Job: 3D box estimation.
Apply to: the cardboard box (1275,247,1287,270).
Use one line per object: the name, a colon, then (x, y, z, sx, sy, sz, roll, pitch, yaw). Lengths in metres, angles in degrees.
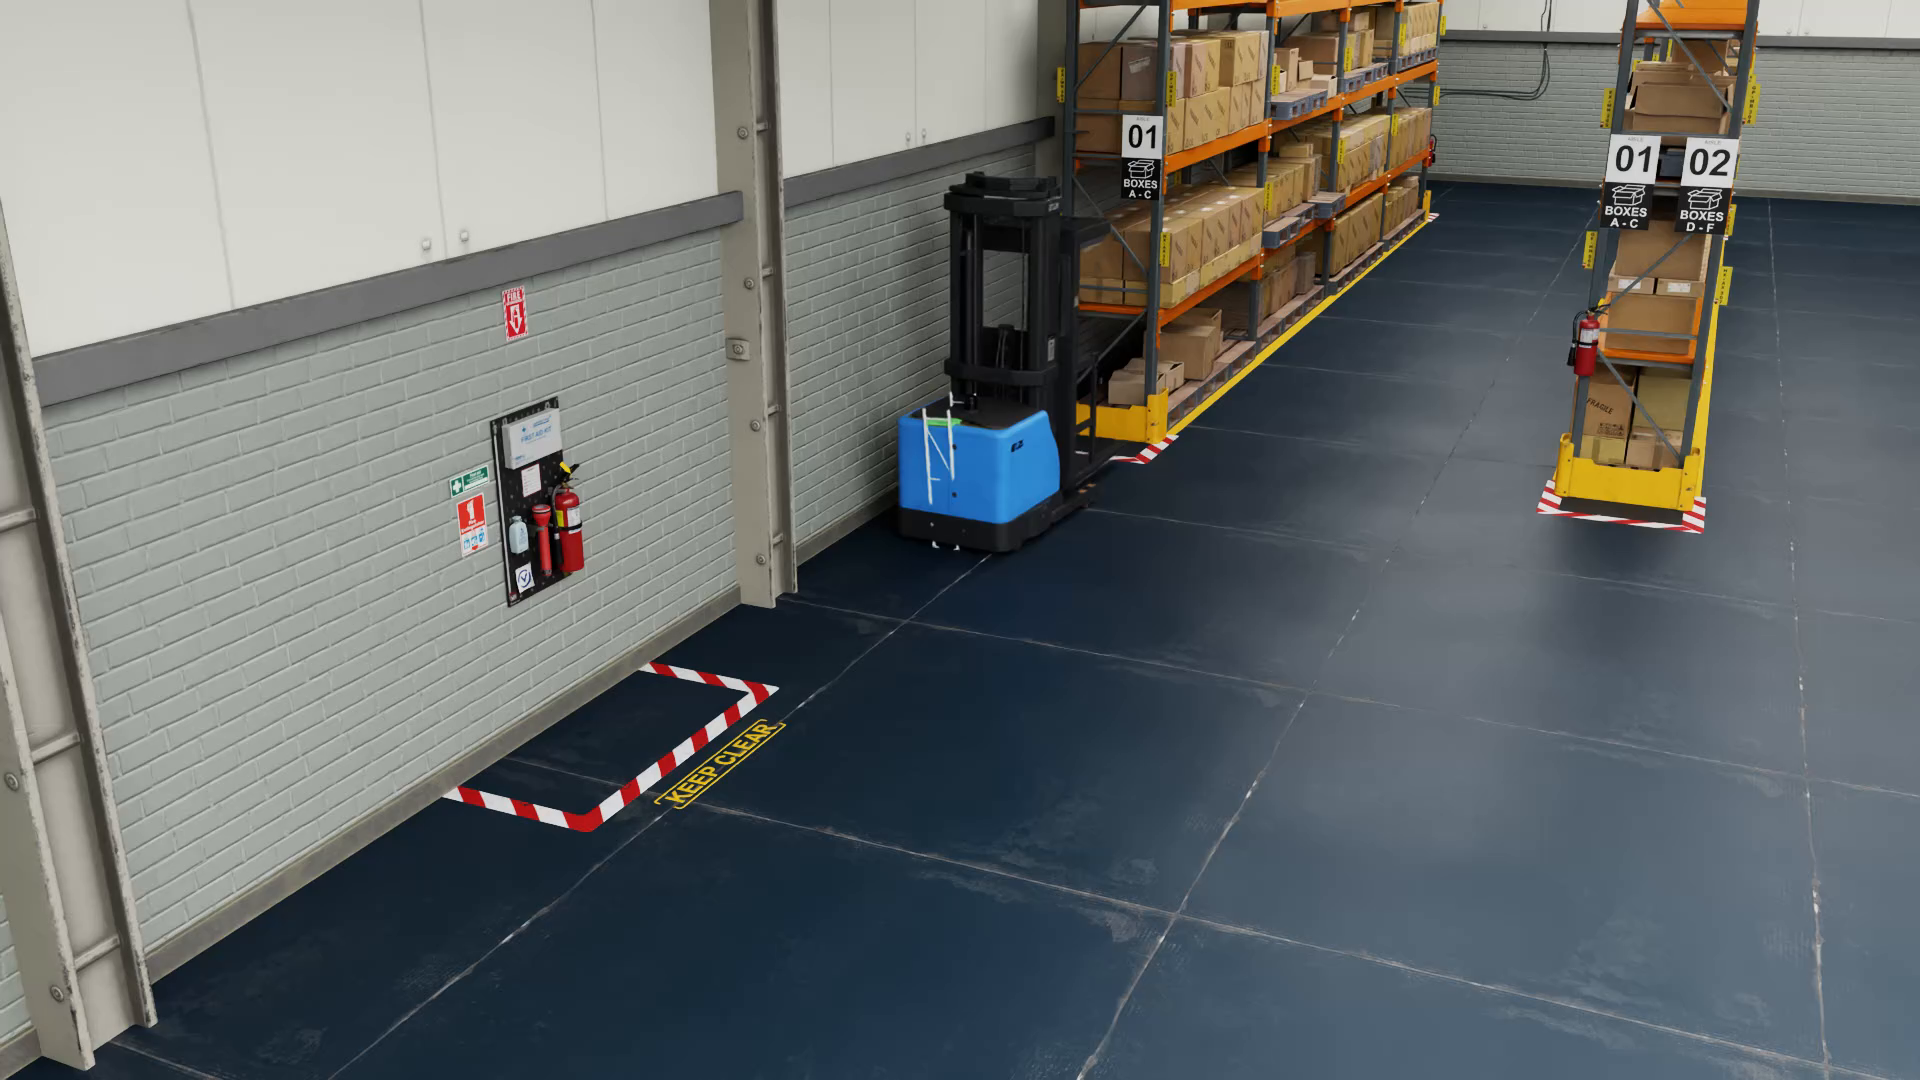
cardboard box: (4.018, -3.758, 22.014, 0.500, 0.250, 0.500, 8, 21, 22)

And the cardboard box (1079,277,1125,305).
cardboard box: (1.500, -2.589, 16.965, 0.500, 0.250, 0.500, 9, 21, 23)

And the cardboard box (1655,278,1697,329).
cardboard box: (6.420, -2.151, 15.391, 0.700, 0.500, 0.500, 9, 22, 24)

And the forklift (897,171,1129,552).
forklift: (0.615, -1.732, 14.463, 1.130, 2.935, 3.031, 10, 22, 26)

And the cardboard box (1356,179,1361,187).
cardboard box: (5.840, -5.435, 25.121, 0.380, 0.149, 0.250, 9, 22, 24)

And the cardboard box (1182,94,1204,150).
cardboard box: (2.103, -4.177, 16.583, 0.500, 0.500, 0.500, 10, 22, 26)

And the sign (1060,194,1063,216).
sign: (0.987, -3.257, 16.451, 0.100, 0.325, 0.005, 9, 21, 23)

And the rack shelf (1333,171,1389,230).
rack shelf: (5.581, -5.198, 25.183, 1.077, 0.370, 4.000, 9, 21, 23)

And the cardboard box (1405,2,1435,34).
cardboard box: (7.772, -8.900, 28.369, 0.500, 0.500, 0.500, 9, 22, 24)

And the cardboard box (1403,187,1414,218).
cardboard box: (7.637, -6.011, 29.498, 0.700, 0.500, 0.500, 8, 21, 23)

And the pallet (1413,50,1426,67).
pallet: (7.245, -8.140, 28.038, 1.003, 0.211, 1.213, 9, 21, 23)

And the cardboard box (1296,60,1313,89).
cardboard box: (4.146, -6.014, 21.741, 0.797, 0.503, 0.637, 12, 23, 30)

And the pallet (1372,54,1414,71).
pallet: (6.744, -7.769, 26.993, 1.003, 0.211, 1.213, 9, 21, 23)

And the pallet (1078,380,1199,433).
pallet: (1.882, -1.433, 17.684, 1.003, 0.211, 1.213, 9, 21, 23)

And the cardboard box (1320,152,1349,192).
cardboard box: (5.194, -5.236, 23.592, 0.500, 0.500, 0.500, 9, 22, 24)

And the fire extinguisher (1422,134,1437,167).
fire extinguisher: (8.520, -7.142, 30.247, 0.296, 0.674, 0.183, 9, 21, 23)

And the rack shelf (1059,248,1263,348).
rack shelf: (2.305, -2.753, 18.306, 1.077, 0.370, 4.000, 9, 21, 23)

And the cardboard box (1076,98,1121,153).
cardboard box: (1.425, -4.112, 16.400, 0.500, 0.500, 0.500, 10, 22, 27)

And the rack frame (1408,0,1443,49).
rack frame: (8.038, -10.198, 29.214, 1.000, 3.000, 0.127, 9, 21, 23)

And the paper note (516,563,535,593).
paper note: (-2.656, 0.231, 10.157, 0.016, 0.148, 0.142, 9, 21, 23)

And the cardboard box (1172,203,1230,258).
cardboard box: (2.585, -3.343, 17.968, 0.500, 0.500, 0.500, 9, 22, 24)

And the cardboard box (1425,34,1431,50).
cardboard box: (7.768, -8.539, 28.475, 0.500, 0.250, 0.500, 8, 21, 21)

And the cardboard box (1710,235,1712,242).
cardboard box: (7.520, -3.109, 17.117, 0.380, 0.149, 0.250, 8, 21, 21)

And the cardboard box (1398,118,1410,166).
cardboard box: (6.940, -6.676, 27.816, 0.980, 0.700, 0.700, 8, 21, 21)

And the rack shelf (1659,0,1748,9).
rack shelf: (8.463, -5.935, 18.898, 1.077, 0.370, 4.000, 9, 21, 23)

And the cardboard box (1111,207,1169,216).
cardboard box: (1.908, -3.257, 17.725, 0.500, 0.500, 0.500, 8, 21, 21)

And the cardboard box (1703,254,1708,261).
cardboard box: (6.889, -2.639, 15.795, 0.380, 0.149, 0.250, 8, 21, 22)

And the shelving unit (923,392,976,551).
shelving unit: (-0.046, -0.570, 13.740, 0.258, 1.200, 0.503, 6, 23, 25)

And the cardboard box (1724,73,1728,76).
cardboard box: (8.950, -5.479, 20.018, 0.500, 0.250, 0.500, 9, 22, 24)

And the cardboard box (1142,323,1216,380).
cardboard box: (2.431, -2.101, 18.473, 0.700, 0.500, 0.500, 7, 21, 19)

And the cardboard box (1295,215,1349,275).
cardboard box: (5.182, -4.318, 24.214, 0.750, 0.750, 0.750, 8, 21, 22)

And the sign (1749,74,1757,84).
sign: (8.151, -4.643, 17.181, 0.100, 0.325, 0.005, 9, 21, 23)

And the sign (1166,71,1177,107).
sign: (1.981, -4.231, 15.608, 0.100, 0.325, 0.005, 9, 21, 23)

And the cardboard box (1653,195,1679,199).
cardboard box: (6.852, -3.086, 16.084, 0.700, 0.500, 0.500, 9, 21, 23)

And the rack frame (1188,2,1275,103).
rack frame: (3.124, -6.530, 18.899, 1.000, 3.000, 0.127, 9, 21, 23)

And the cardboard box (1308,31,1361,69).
cardboard box: (5.506, -7.239, 24.565, 0.700, 0.500, 0.500, 9, 21, 23)

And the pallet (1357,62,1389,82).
pallet: (6.069, -7.185, 25.504, 0.805, 0.209, 1.217, 8, 21, 21)

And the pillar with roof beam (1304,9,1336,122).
pillar with roof beam: (9.825, -8.717, 25.051, 9.100, 9.000, 0.400, 9, 21, 23)

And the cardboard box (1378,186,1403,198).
cardboard box: (7.320, -5.928, 28.297, 0.380, 0.149, 0.250, 8, 21, 21)

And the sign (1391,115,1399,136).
sign: (6.899, -6.585, 26.400, 0.100, 0.325, 0.005, 9, 21, 23)

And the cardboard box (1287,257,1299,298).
cardboard box: (4.197, -3.587, 22.651, 0.700, 0.500, 0.500, 9, 21, 23)

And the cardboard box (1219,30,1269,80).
cardboard box: (3.166, -5.454, 18.679, 0.500, 0.500, 0.500, 7, 21, 18)

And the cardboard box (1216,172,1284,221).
cardboard box: (3.599, -4.278, 20.716, 0.700, 0.500, 0.500, 11, 22, 28)

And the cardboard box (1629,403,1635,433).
cardboard box: (6.353, -1.216, 16.389, 0.500, 0.250, 0.500, 9, 21, 23)

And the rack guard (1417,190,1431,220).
rack guard: (8.047, -6.201, 30.659, 1.175, 0.500, 0.348, 9, 21, 23)

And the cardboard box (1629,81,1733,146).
cardboard box: (6.246, -3.703, 14.437, 0.797, 0.503, 0.637, 10, 22, 26)

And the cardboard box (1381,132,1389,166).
cardboard box: (6.440, -6.170, 26.217, 0.500, 0.500, 0.500, 8, 21, 22)

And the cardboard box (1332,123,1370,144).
cardboard box: (5.807, -6.054, 24.773, 0.500, 0.250, 0.500, 8, 21, 22)

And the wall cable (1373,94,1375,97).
wall cable: (7.699, -8.371, 31.515, 0.084, 1.984, 1.851, 9, 21, 23)

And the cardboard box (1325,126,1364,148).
cardboard box: (5.603, -5.897, 24.332, 0.500, 0.250, 0.500, 9, 21, 23)

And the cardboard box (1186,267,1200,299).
cardboard box: (2.175, -2.685, 17.237, 0.500, 0.250, 0.500, 8, 21, 21)

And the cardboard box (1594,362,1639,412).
cardboard box: (6.351, -1.570, 16.264, 0.500, 0.500, 0.500, 9, 21, 23)

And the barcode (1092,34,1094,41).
barcode: (1.320, -4.980, 16.482, 0.001, 0.075, 0.075, 9, 21, 23)
